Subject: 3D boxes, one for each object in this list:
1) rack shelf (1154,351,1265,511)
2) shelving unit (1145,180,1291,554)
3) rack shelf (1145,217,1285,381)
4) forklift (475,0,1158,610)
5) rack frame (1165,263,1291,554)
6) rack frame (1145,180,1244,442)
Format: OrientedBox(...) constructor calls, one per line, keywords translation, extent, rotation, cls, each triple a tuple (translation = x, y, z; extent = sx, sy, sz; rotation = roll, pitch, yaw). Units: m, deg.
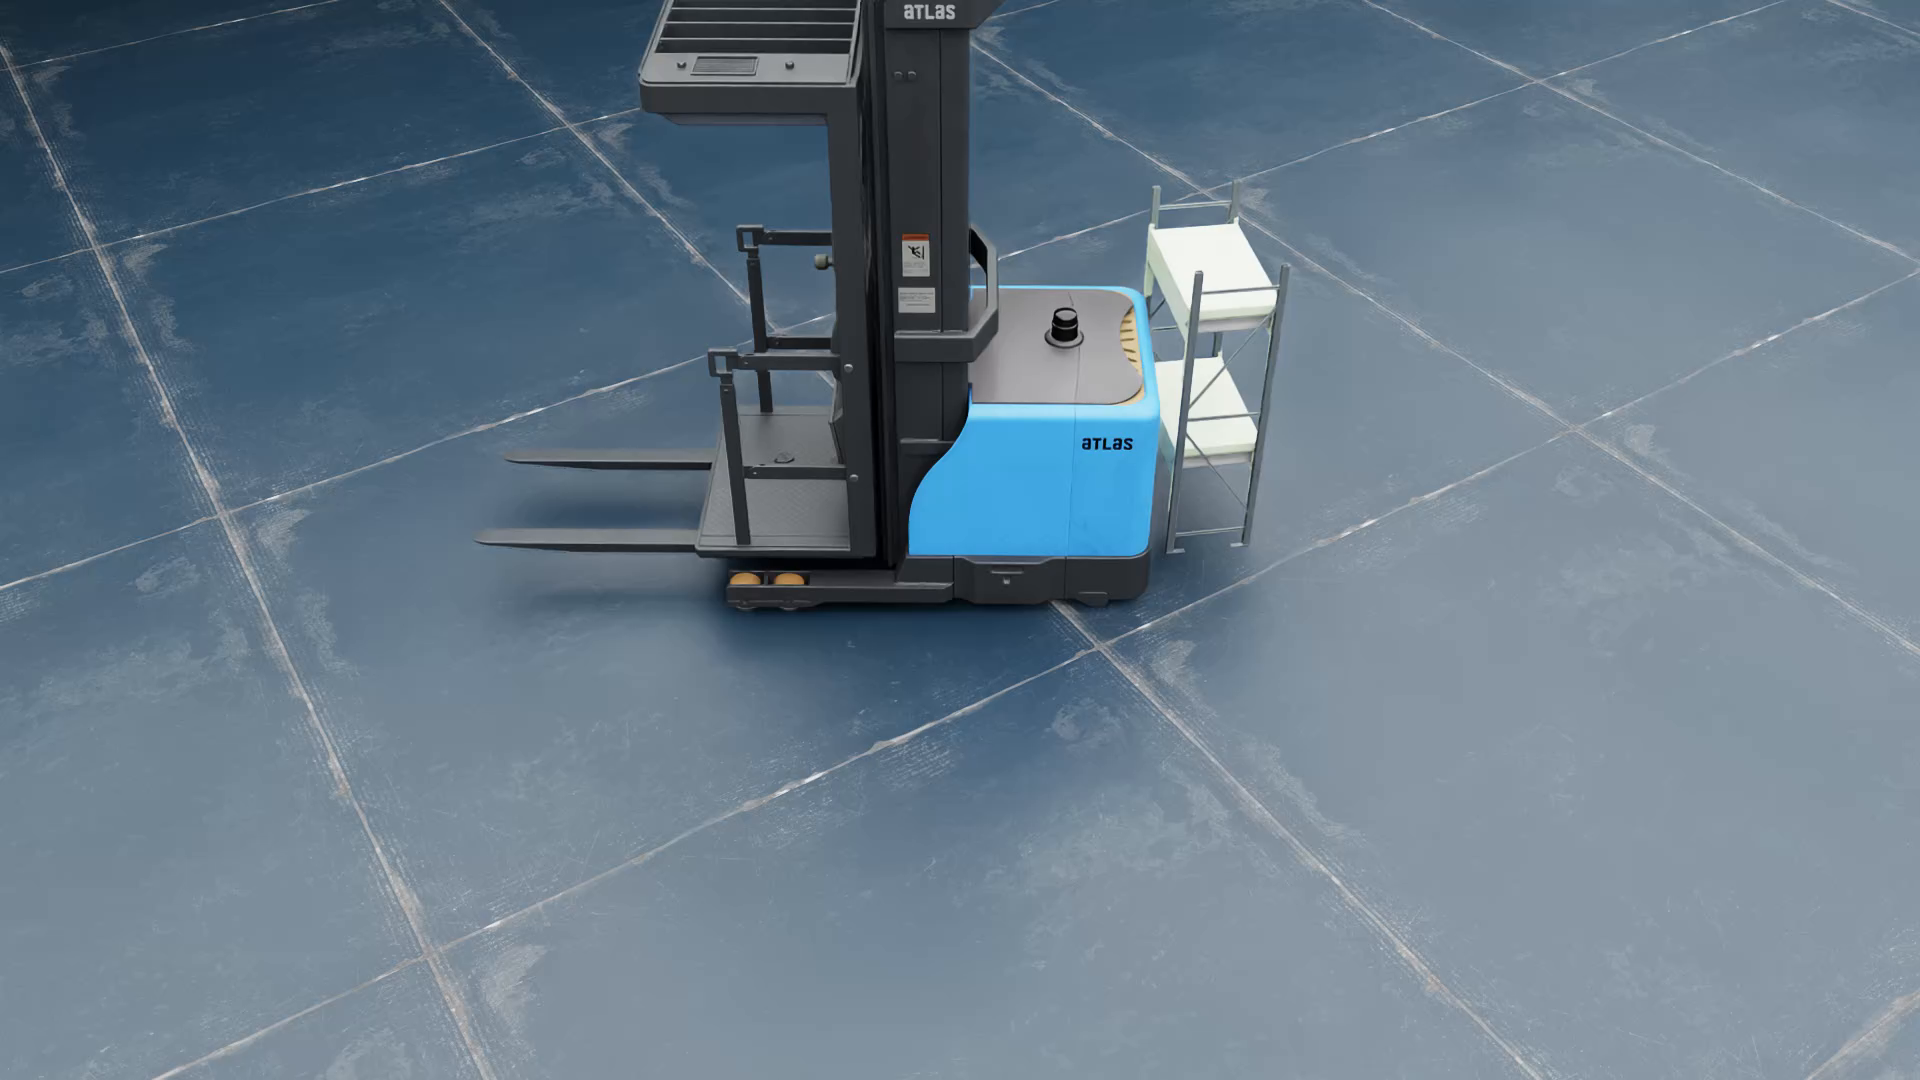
OrientedBox(translation=(1.107, -0.518, 7.770), extent=(0.431, 0.370, 0.720), rotation=(-5, 40, -6), cls="rack shelf")
OrientedBox(translation=(1.107, -0.768, 7.561), extent=(0.431, 1.500, 0.755), rotation=(-5, 40, -6), cls="shelving unit")
OrientedBox(translation=(1.107, -1.068, 7.311), extent=(0.431, 0.370, 0.720), rotation=(-5, 40, -6), cls="rack shelf")
OrientedBox(translation=(-0.668, -1.168, 6.922), extent=(3.031, 2.935, 1.130), rotation=(2, 40, 2), cls="forklift")
OrientedBox(translation=(1.156, -0.536, 7.282), extent=(0.400, 1.500, 0.023), rotation=(-5, 40, -6), cls="rack frame")
OrientedBox(translation=(1.059, -1.001, 7.840), extent=(0.400, 1.500, 0.023), rotation=(-5, 40, -6), cls="rack frame")
